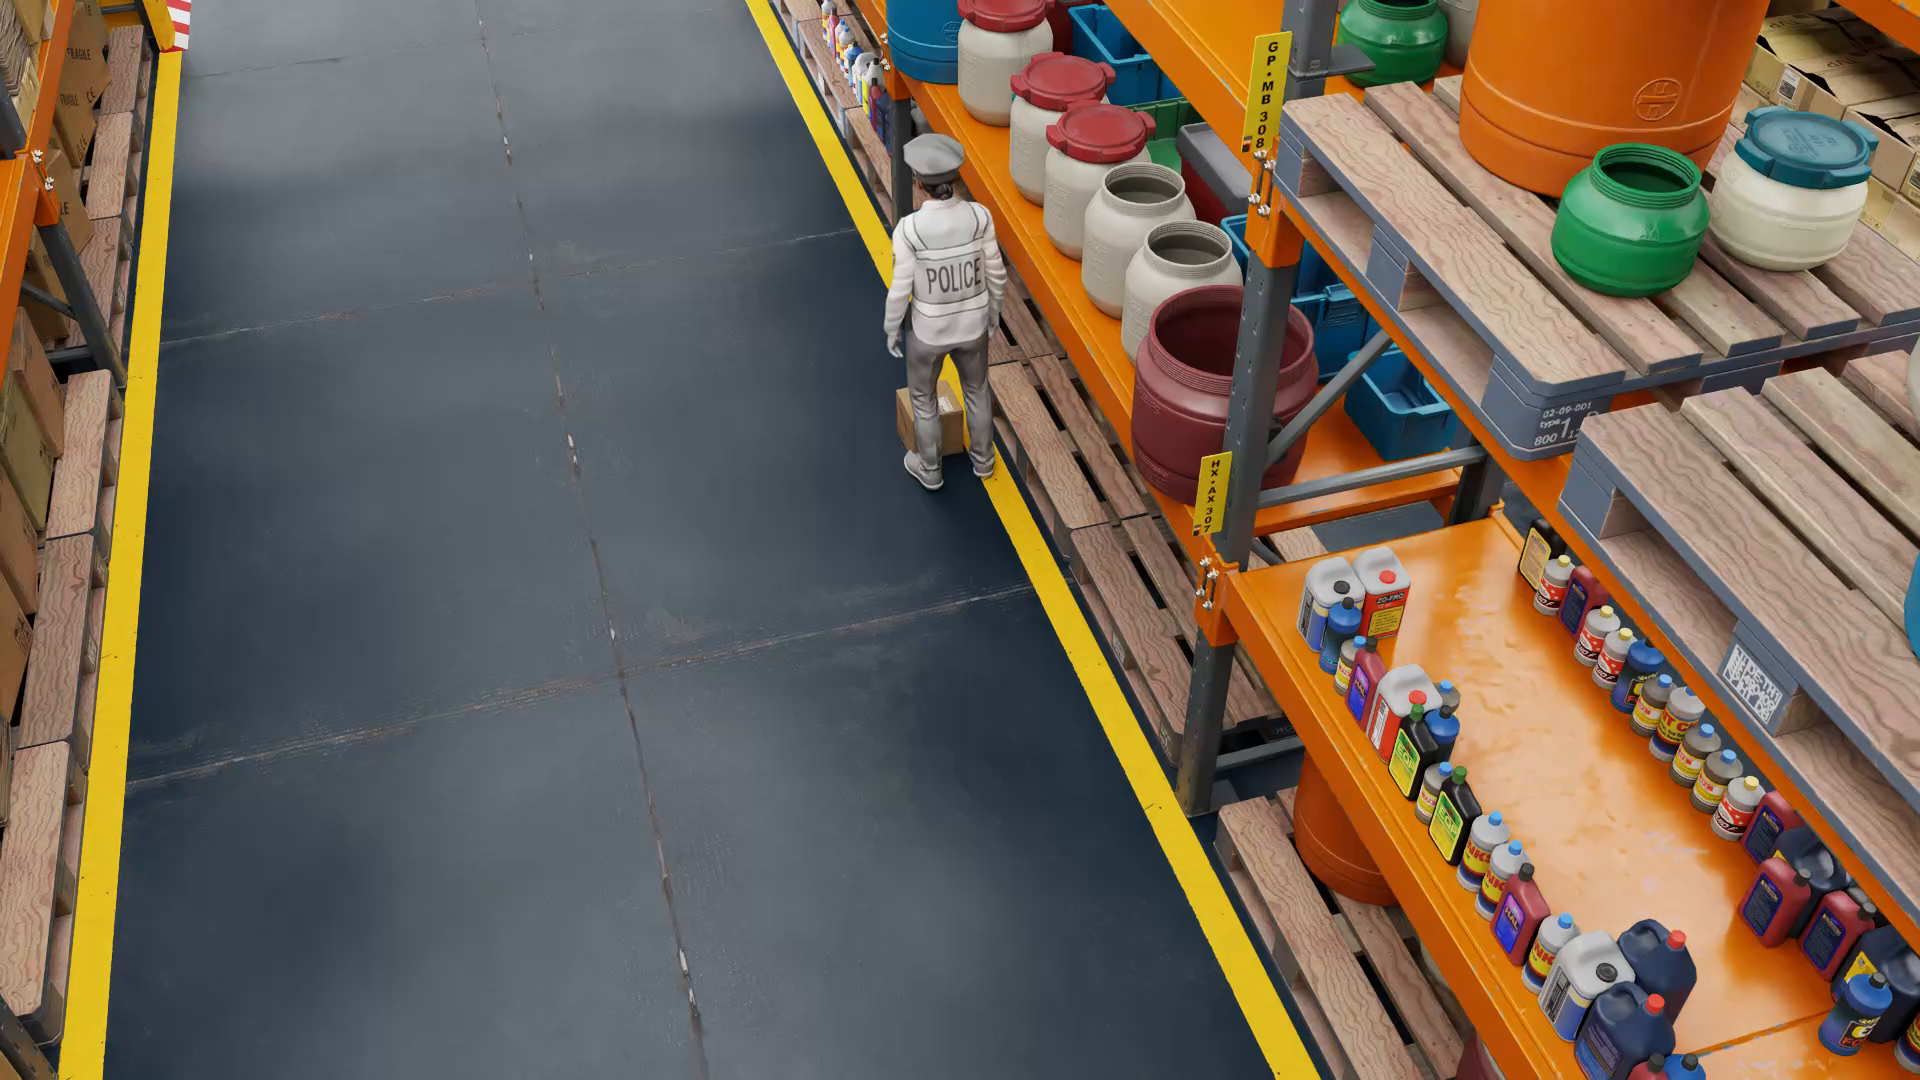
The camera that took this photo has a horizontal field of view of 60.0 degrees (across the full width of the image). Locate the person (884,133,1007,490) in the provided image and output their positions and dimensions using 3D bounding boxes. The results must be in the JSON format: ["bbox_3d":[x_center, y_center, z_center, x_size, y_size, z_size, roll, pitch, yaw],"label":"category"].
[{"bbox_3d":[-0.066,-0.929,7.173,0.537,1.662,0.378,-13,44,-14],"label":"person"}]
